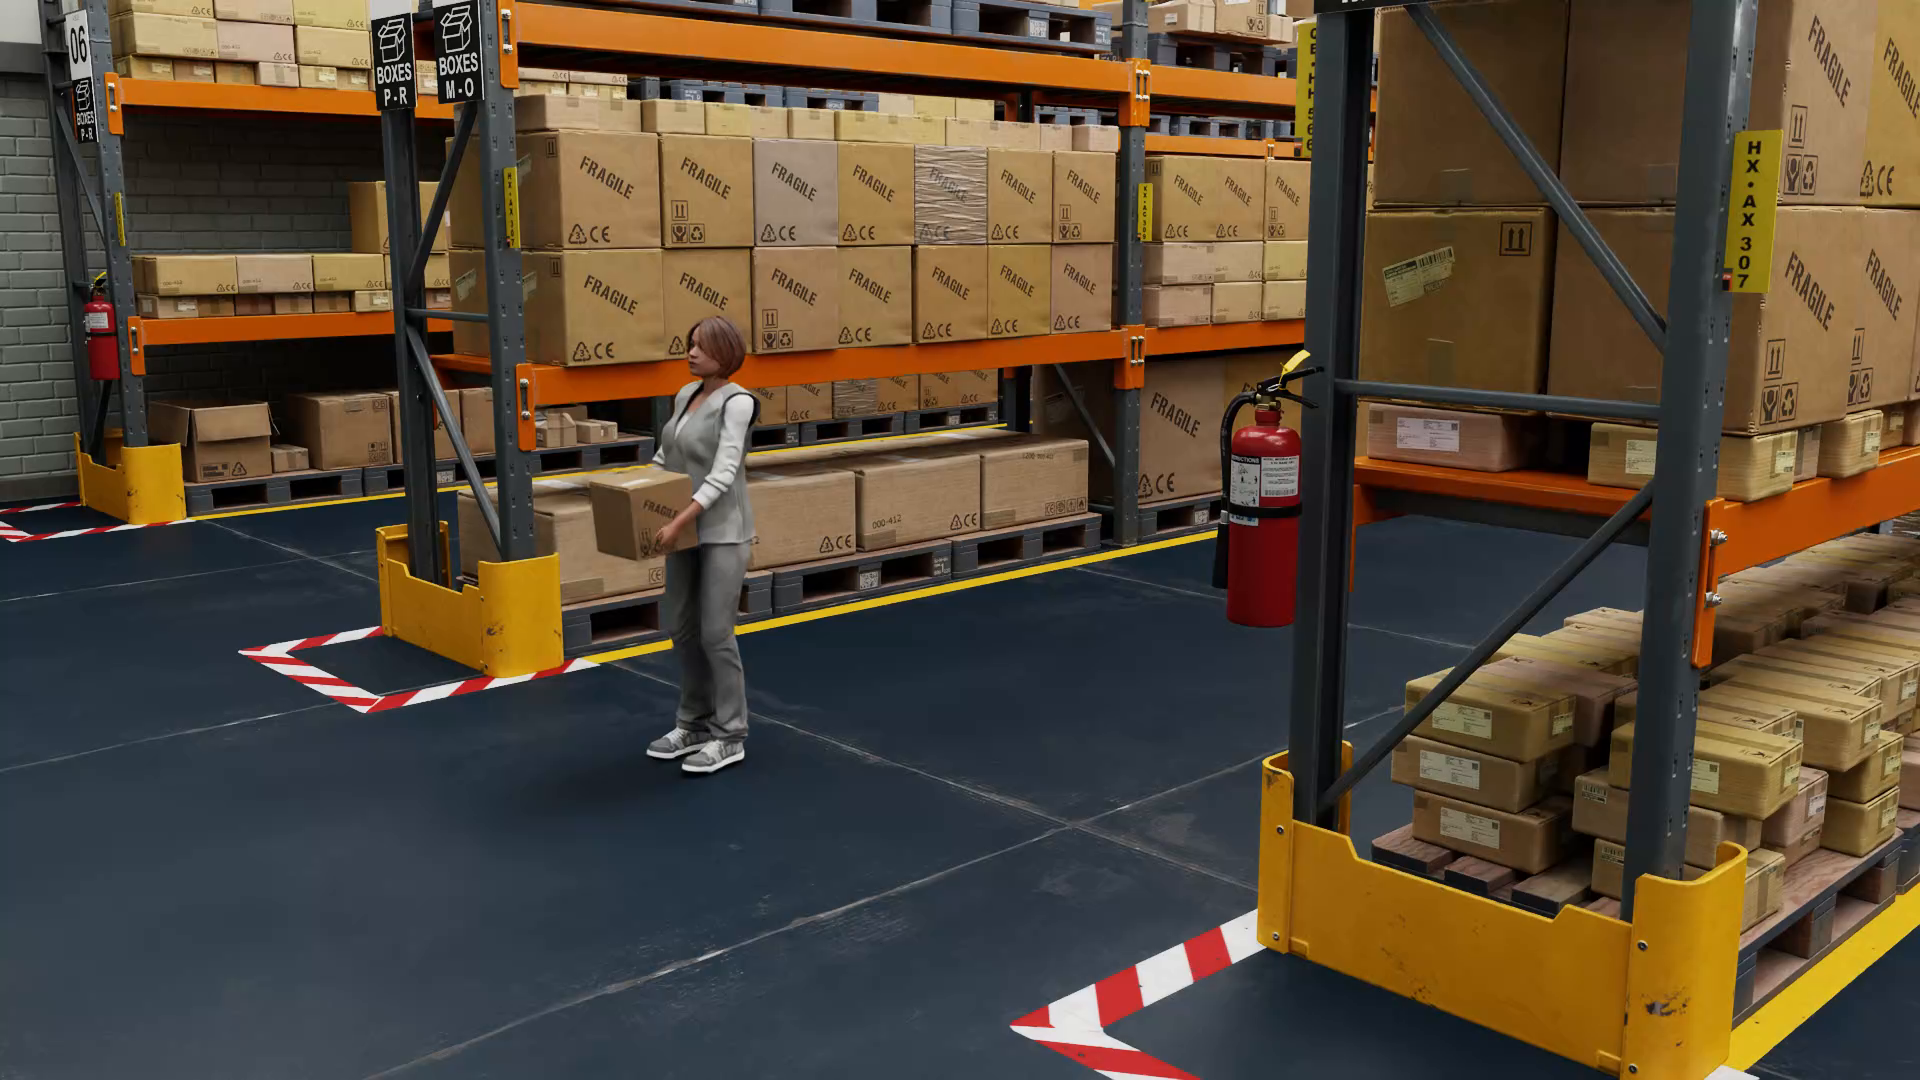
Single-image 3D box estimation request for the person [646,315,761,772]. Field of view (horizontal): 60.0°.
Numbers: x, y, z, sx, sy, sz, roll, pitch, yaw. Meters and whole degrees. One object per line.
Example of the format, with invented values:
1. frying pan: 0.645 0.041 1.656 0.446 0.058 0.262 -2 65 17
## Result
1. person: -0.948 0.020 5.836 0.477 1.598 0.412 -10 15 -43
